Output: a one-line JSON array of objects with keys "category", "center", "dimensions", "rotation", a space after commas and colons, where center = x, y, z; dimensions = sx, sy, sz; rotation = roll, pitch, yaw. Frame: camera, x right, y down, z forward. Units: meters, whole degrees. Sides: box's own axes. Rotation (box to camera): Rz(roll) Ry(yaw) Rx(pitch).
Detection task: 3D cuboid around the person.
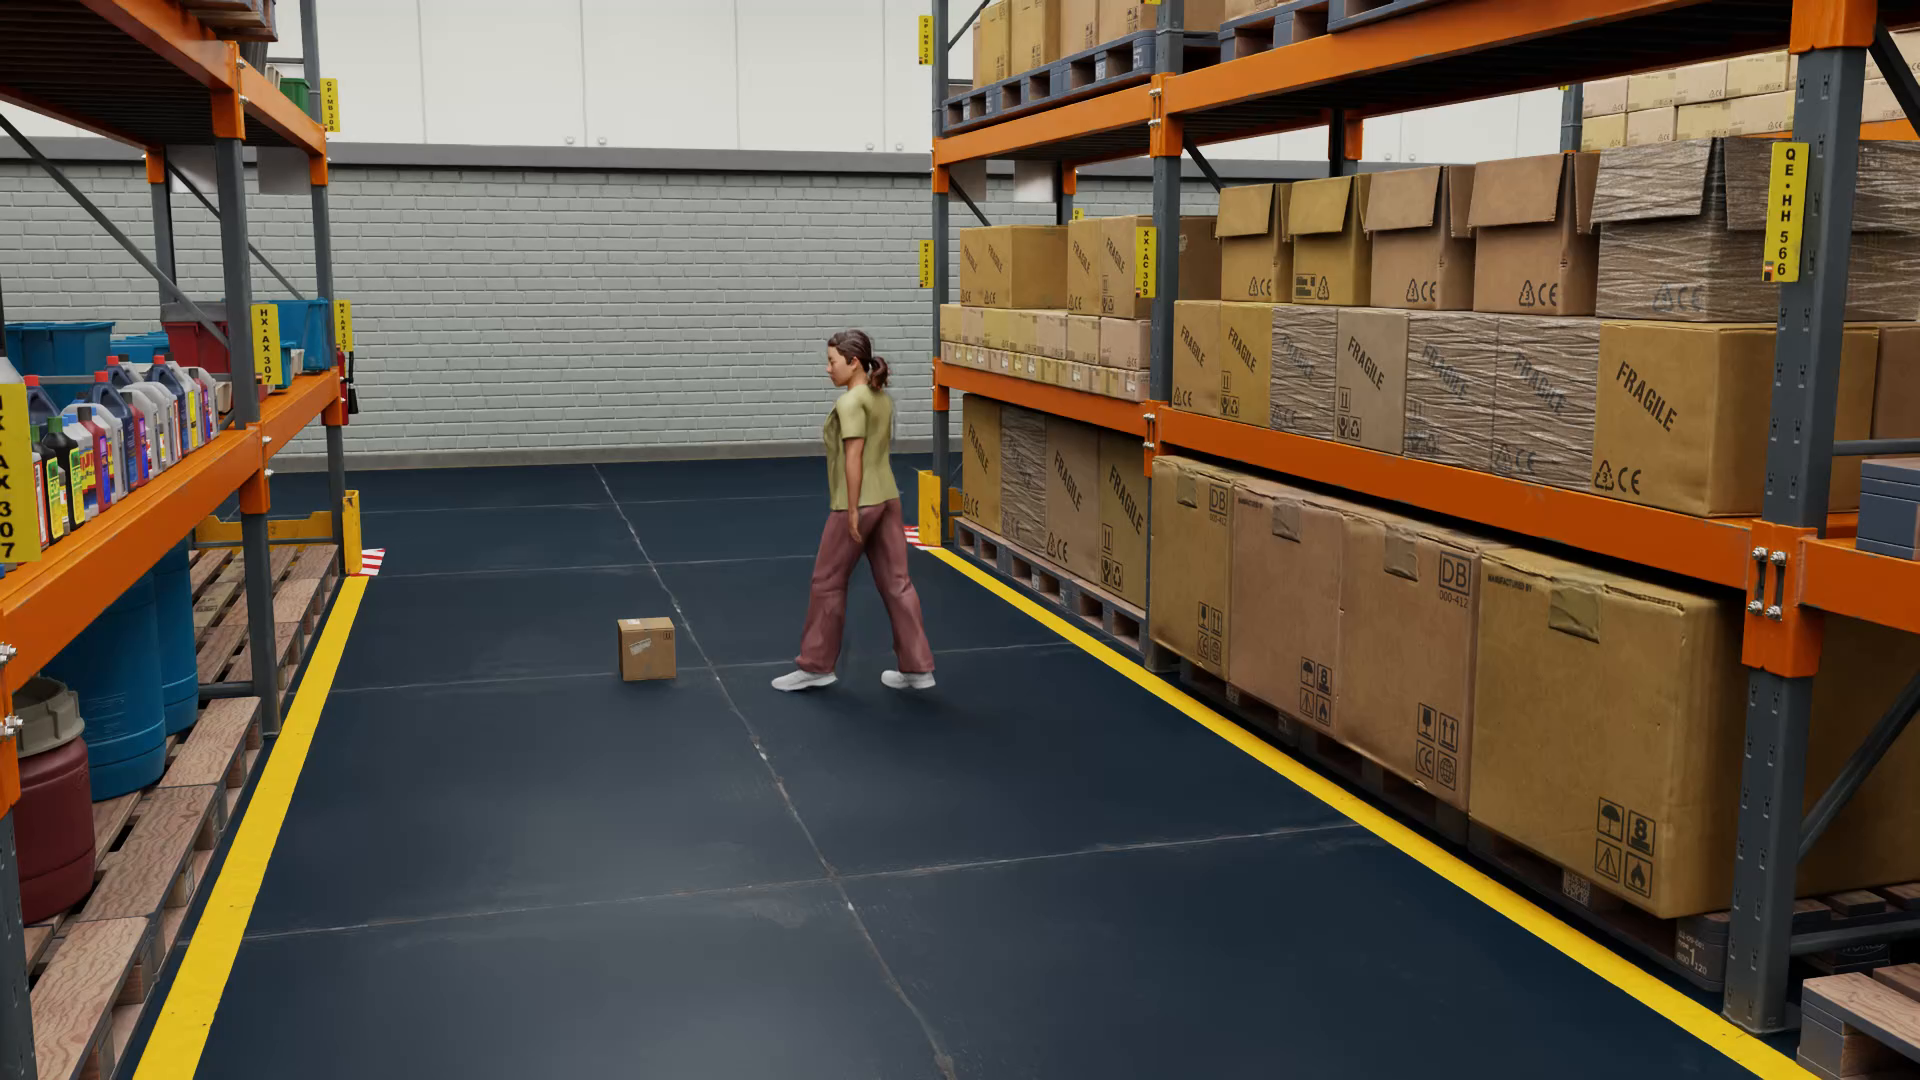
[{"category": "person", "center": [-0.451, -0.124, 7.626], "dimensions": [0.780, 1.674, 0.461], "rotation": [6, 11, 30]}]
